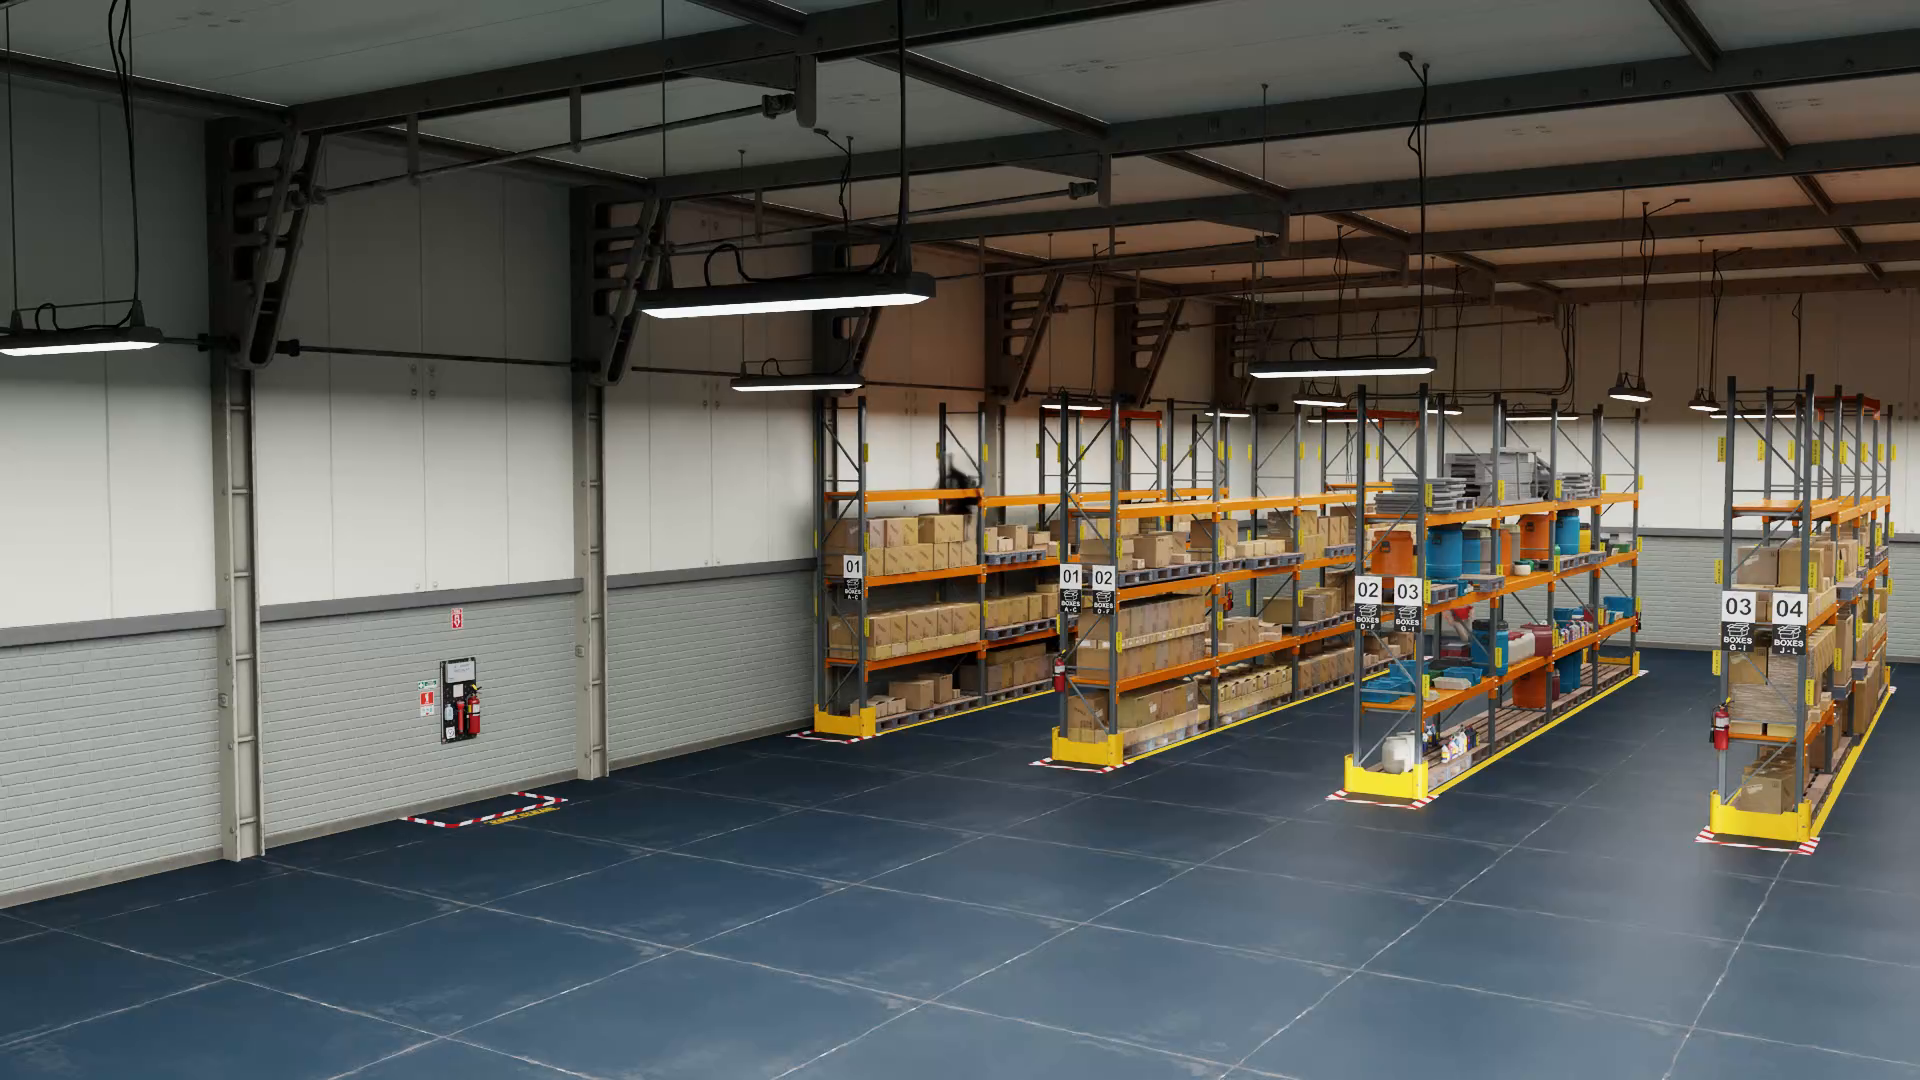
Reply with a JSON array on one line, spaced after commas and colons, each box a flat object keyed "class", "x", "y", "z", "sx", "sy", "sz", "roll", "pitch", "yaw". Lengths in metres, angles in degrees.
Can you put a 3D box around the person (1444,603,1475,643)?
[{"class": "person", "x": 12.113, "y": 2.055, "z": 40.114, "sx": 0.738, "sy": 1.757, "sz": 0.861, "roll": -1, "pitch": 3, "yaw": -15}]
